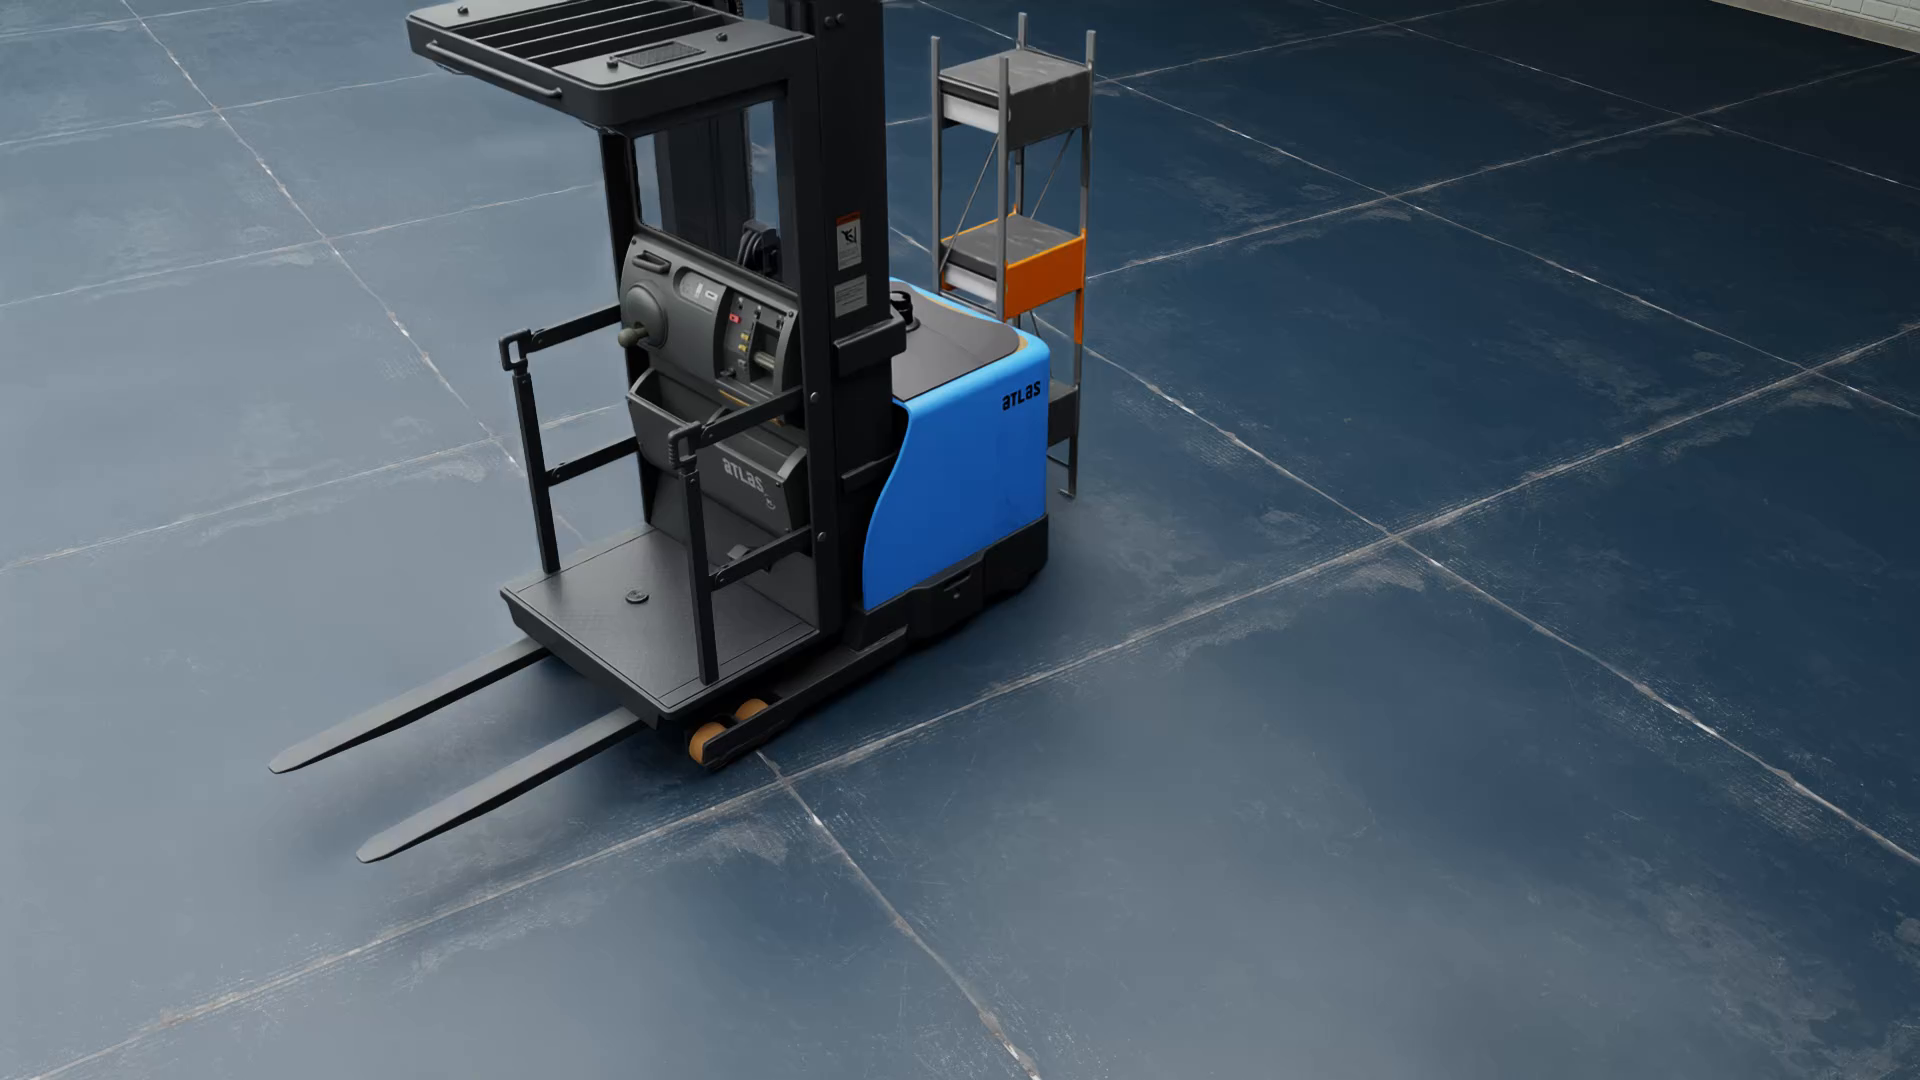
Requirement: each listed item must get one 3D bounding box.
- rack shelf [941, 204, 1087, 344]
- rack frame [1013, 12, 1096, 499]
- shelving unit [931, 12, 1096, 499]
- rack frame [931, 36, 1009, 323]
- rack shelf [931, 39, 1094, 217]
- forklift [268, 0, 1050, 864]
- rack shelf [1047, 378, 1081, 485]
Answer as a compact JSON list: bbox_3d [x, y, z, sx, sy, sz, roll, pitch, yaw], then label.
[{"bbox_3d":[0.208,-1.049,6.970,0.480,0.518,0.431,-28,42,-37],"label":"rack shelf"},{"bbox_3d":[0.381,-1.152,7.108,0.015,2.100,0.400,-28,42,-37],"label":"rack frame"},{"bbox_3d":[0.208,-1.060,6.963,0.503,2.100,0.431,-28,42,-37],"label":"shelving unit"},{"bbox_3d":[0.035,-0.969,6.817,0.015,2.100,0.400,-28,42,-37],"label":"rack frame"},{"bbox_3d":[0.208,-1.641,6.597,0.480,0.518,0.431,-28,42,-37],"label":"rack shelf"},{"bbox_3d":[-1.033,-0.731,5.662,3.031,2.935,1.130,-28,42,-37],"label":"forklift"},{"bbox_3d":[0.208,-0.457,7.344,0.480,0.518,0.431,-28,42,-37],"label":"rack shelf"}]
